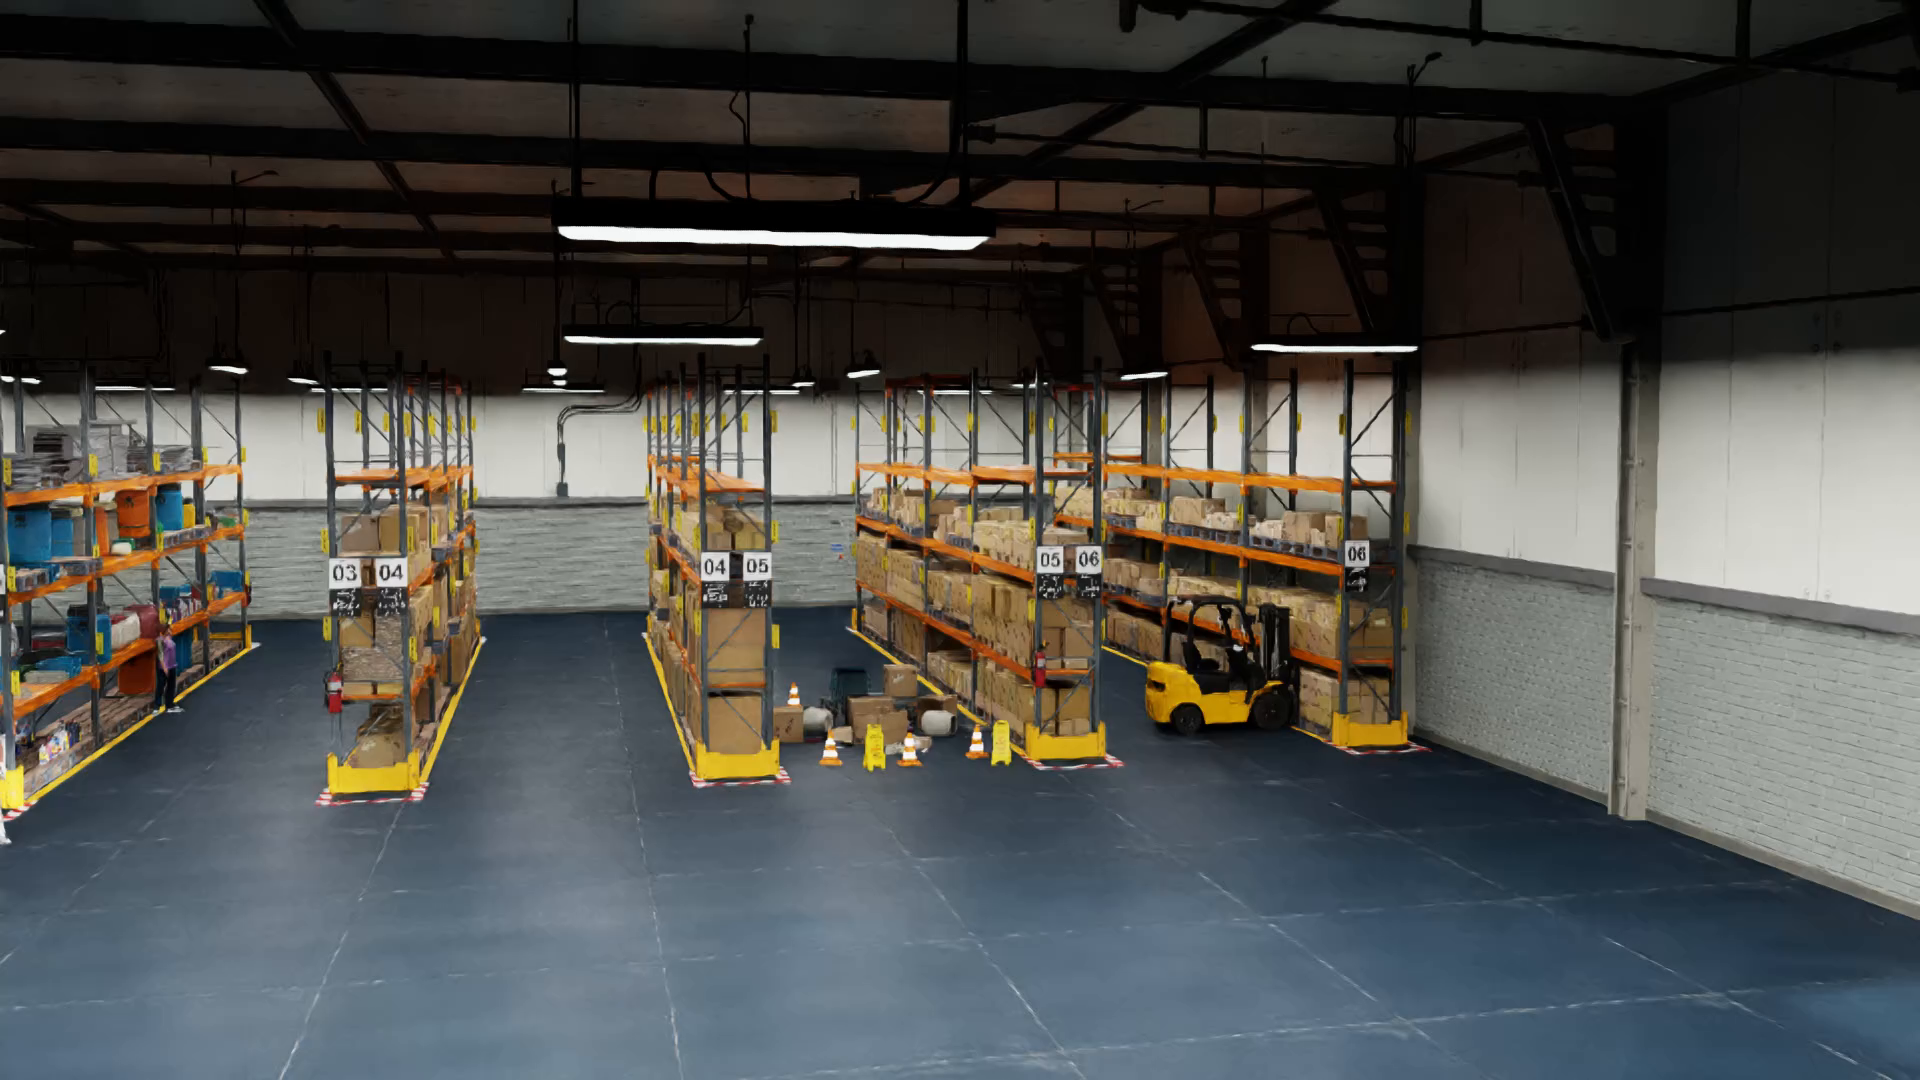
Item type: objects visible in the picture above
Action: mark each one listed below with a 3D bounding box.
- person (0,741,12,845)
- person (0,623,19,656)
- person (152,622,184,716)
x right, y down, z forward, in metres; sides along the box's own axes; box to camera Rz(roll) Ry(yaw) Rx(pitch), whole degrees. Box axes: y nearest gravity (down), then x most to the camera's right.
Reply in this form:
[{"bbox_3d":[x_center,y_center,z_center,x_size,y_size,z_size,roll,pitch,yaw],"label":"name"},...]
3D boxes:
[{"bbox_3d":[-11.689,2.762,19.708,0.702,1.713,0.817,-2,5,-32],"label":"person"},{"bbox_3d":[-17.266,2.055,30.007,0.555,1.725,1.029,-1,4,-14],"label":"person"},{"bbox_3d":[-13.686,2.201,28.621,0.352,1.595,0.581,1,4,8],"label":"person"}]
